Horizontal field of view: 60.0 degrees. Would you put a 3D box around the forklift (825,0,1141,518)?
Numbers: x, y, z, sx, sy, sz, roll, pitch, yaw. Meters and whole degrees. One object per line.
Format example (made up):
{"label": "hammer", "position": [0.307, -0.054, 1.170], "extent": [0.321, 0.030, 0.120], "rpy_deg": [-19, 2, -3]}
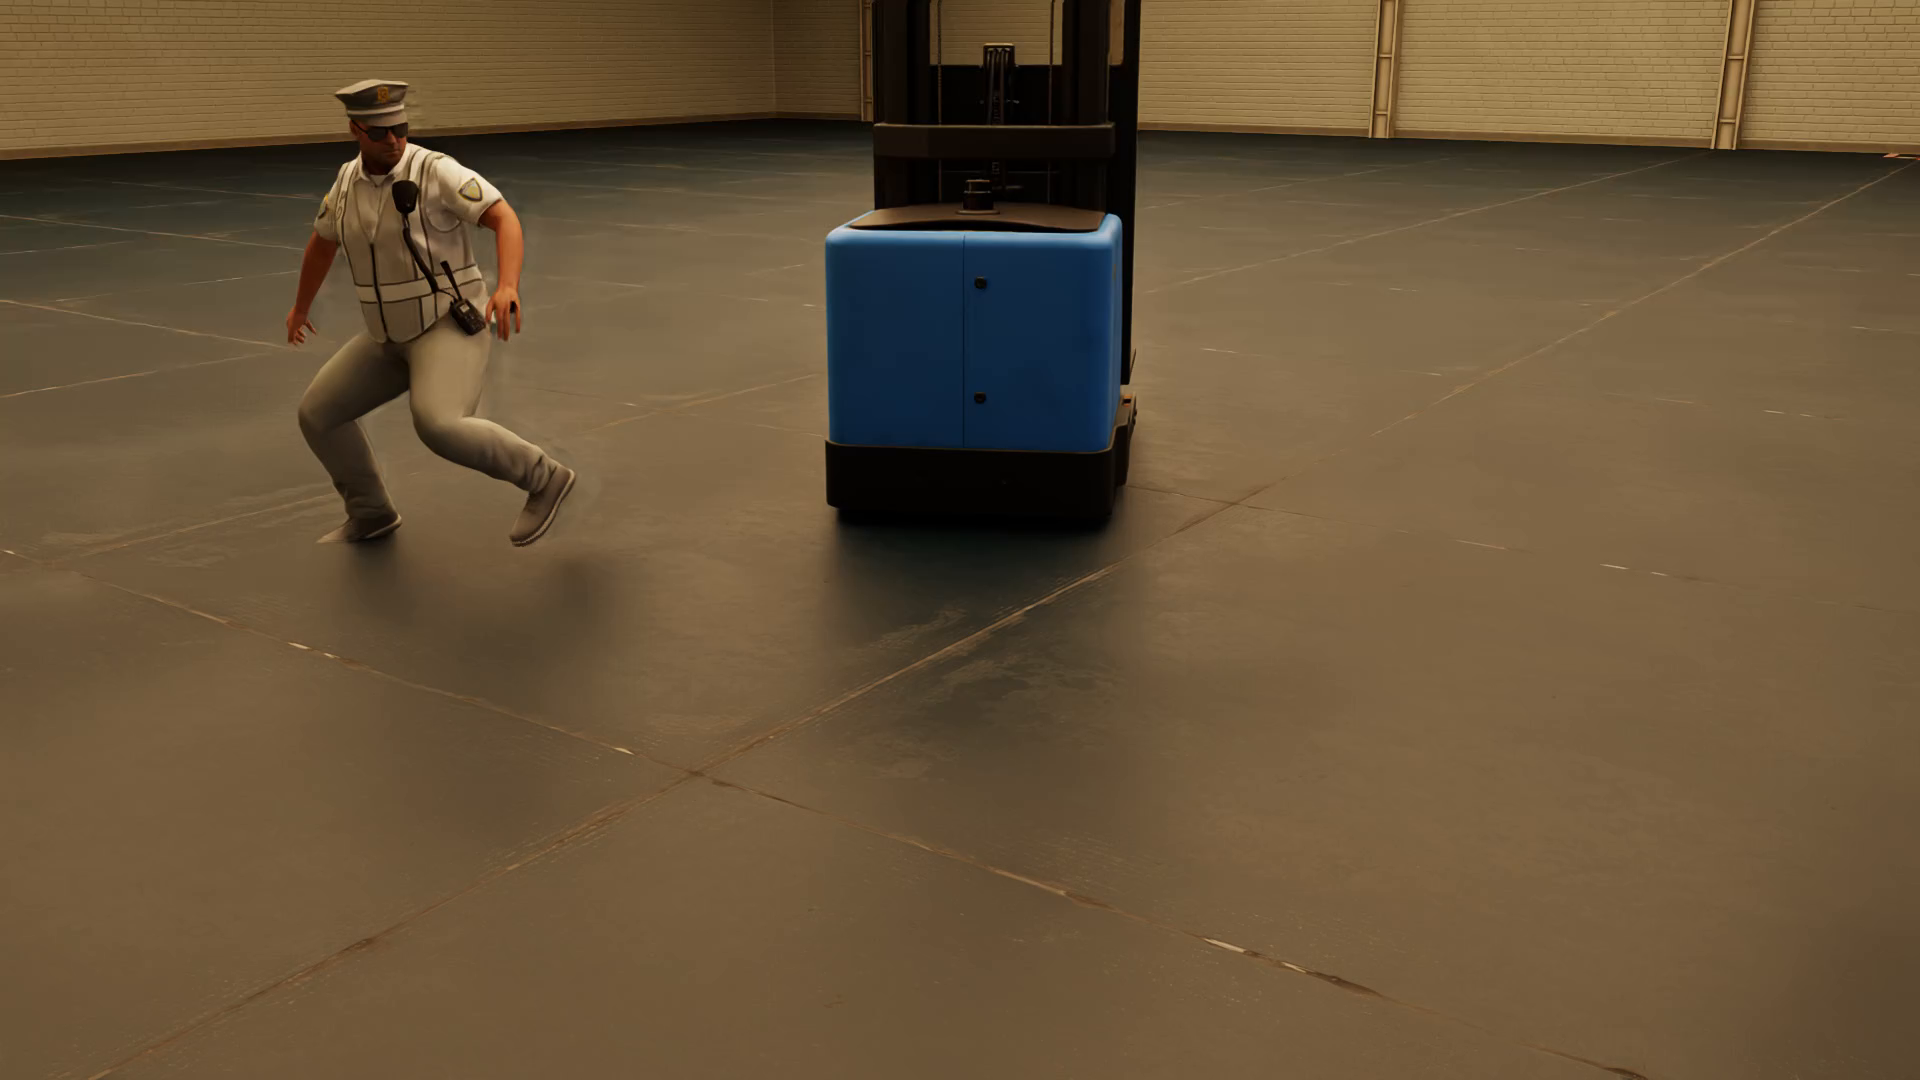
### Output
{"label": "forklift", "position": [0.219, -1.860, 7.053], "extent": [1.130, 2.935, 3.031], "rpy_deg": [2, 17, 7]}

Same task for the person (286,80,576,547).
{"label": "person", "position": [-1.916, -0.731, 5.711], "extent": [1.141, 1.639, 0.510], "rpy_deg": [9, 19, 28]}
